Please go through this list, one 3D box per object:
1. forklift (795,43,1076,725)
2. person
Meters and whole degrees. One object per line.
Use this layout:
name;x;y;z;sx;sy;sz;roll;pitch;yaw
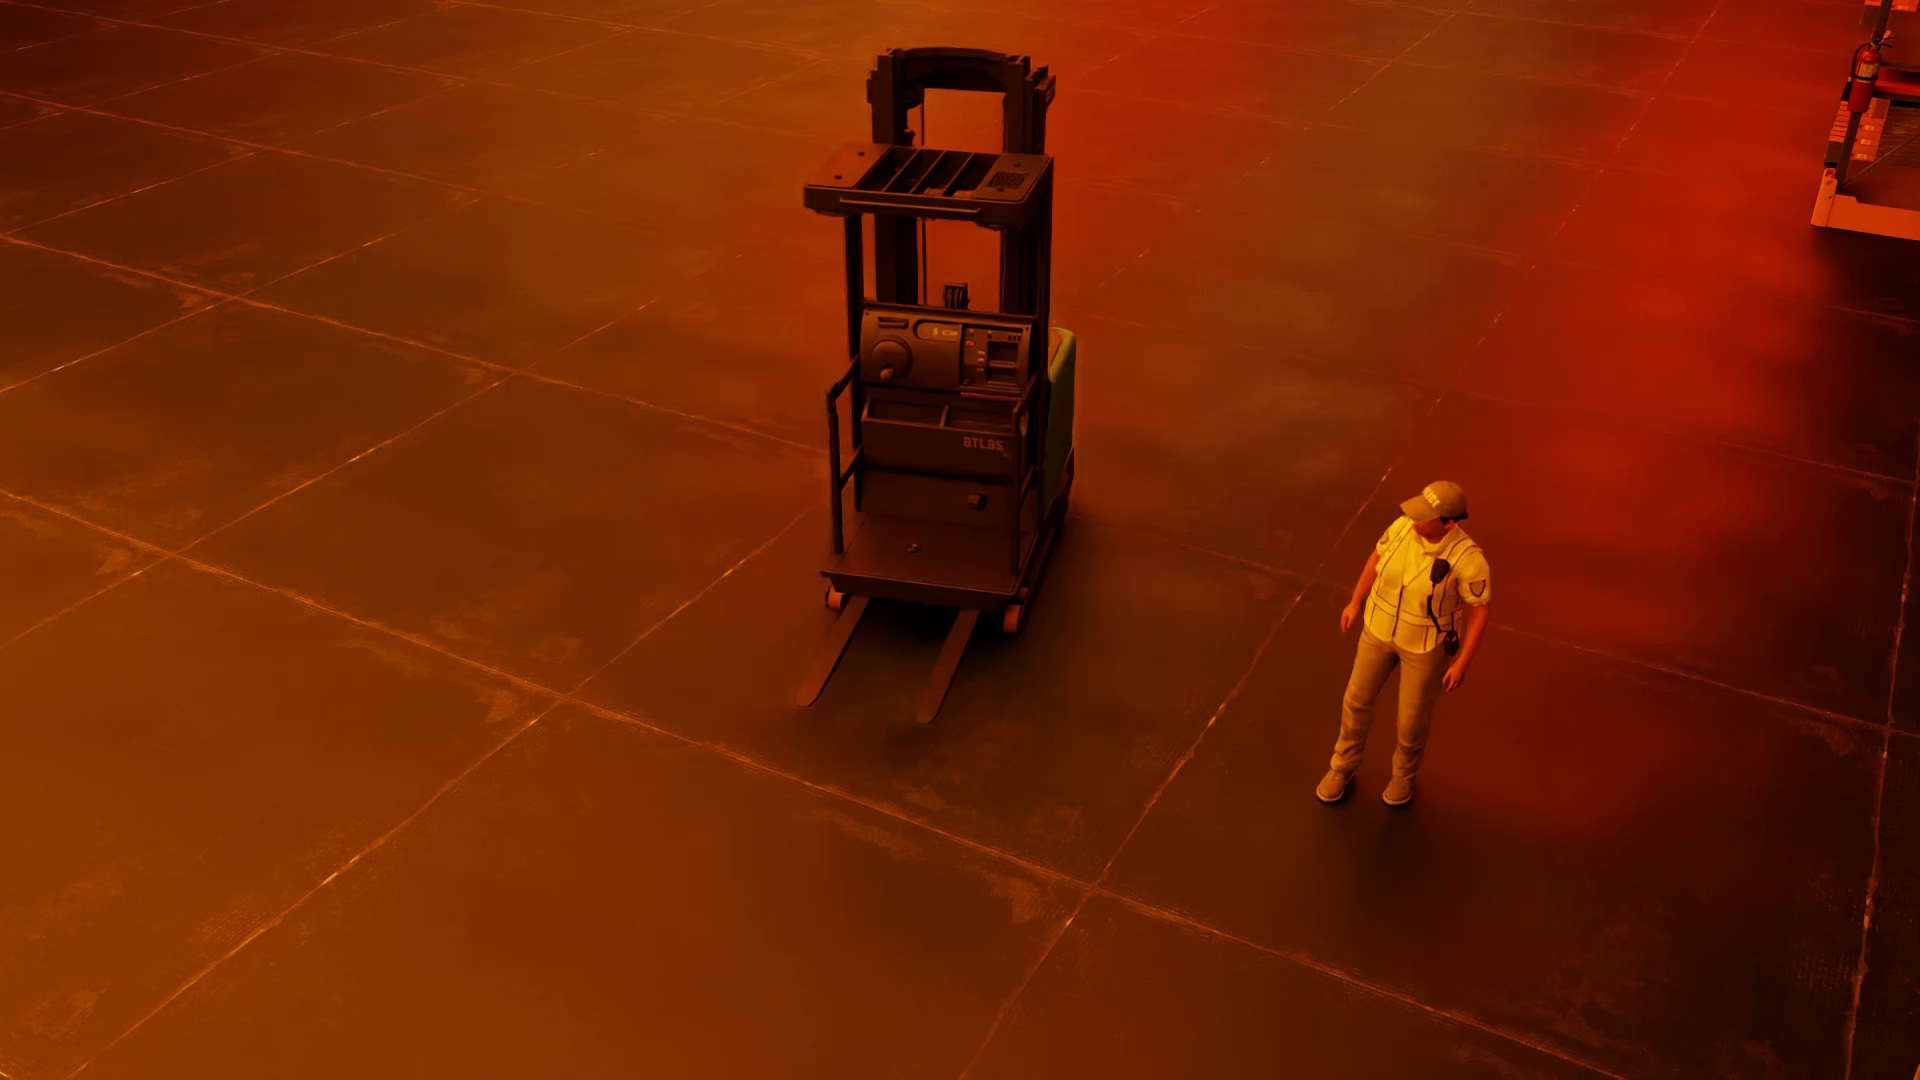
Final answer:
forklift;-0.127;-0.963;8.739;1.130;2.935;3.031;7;31;12
person;2.002;0.475;7.520;0.653;1.663;0.519;22;37;33
